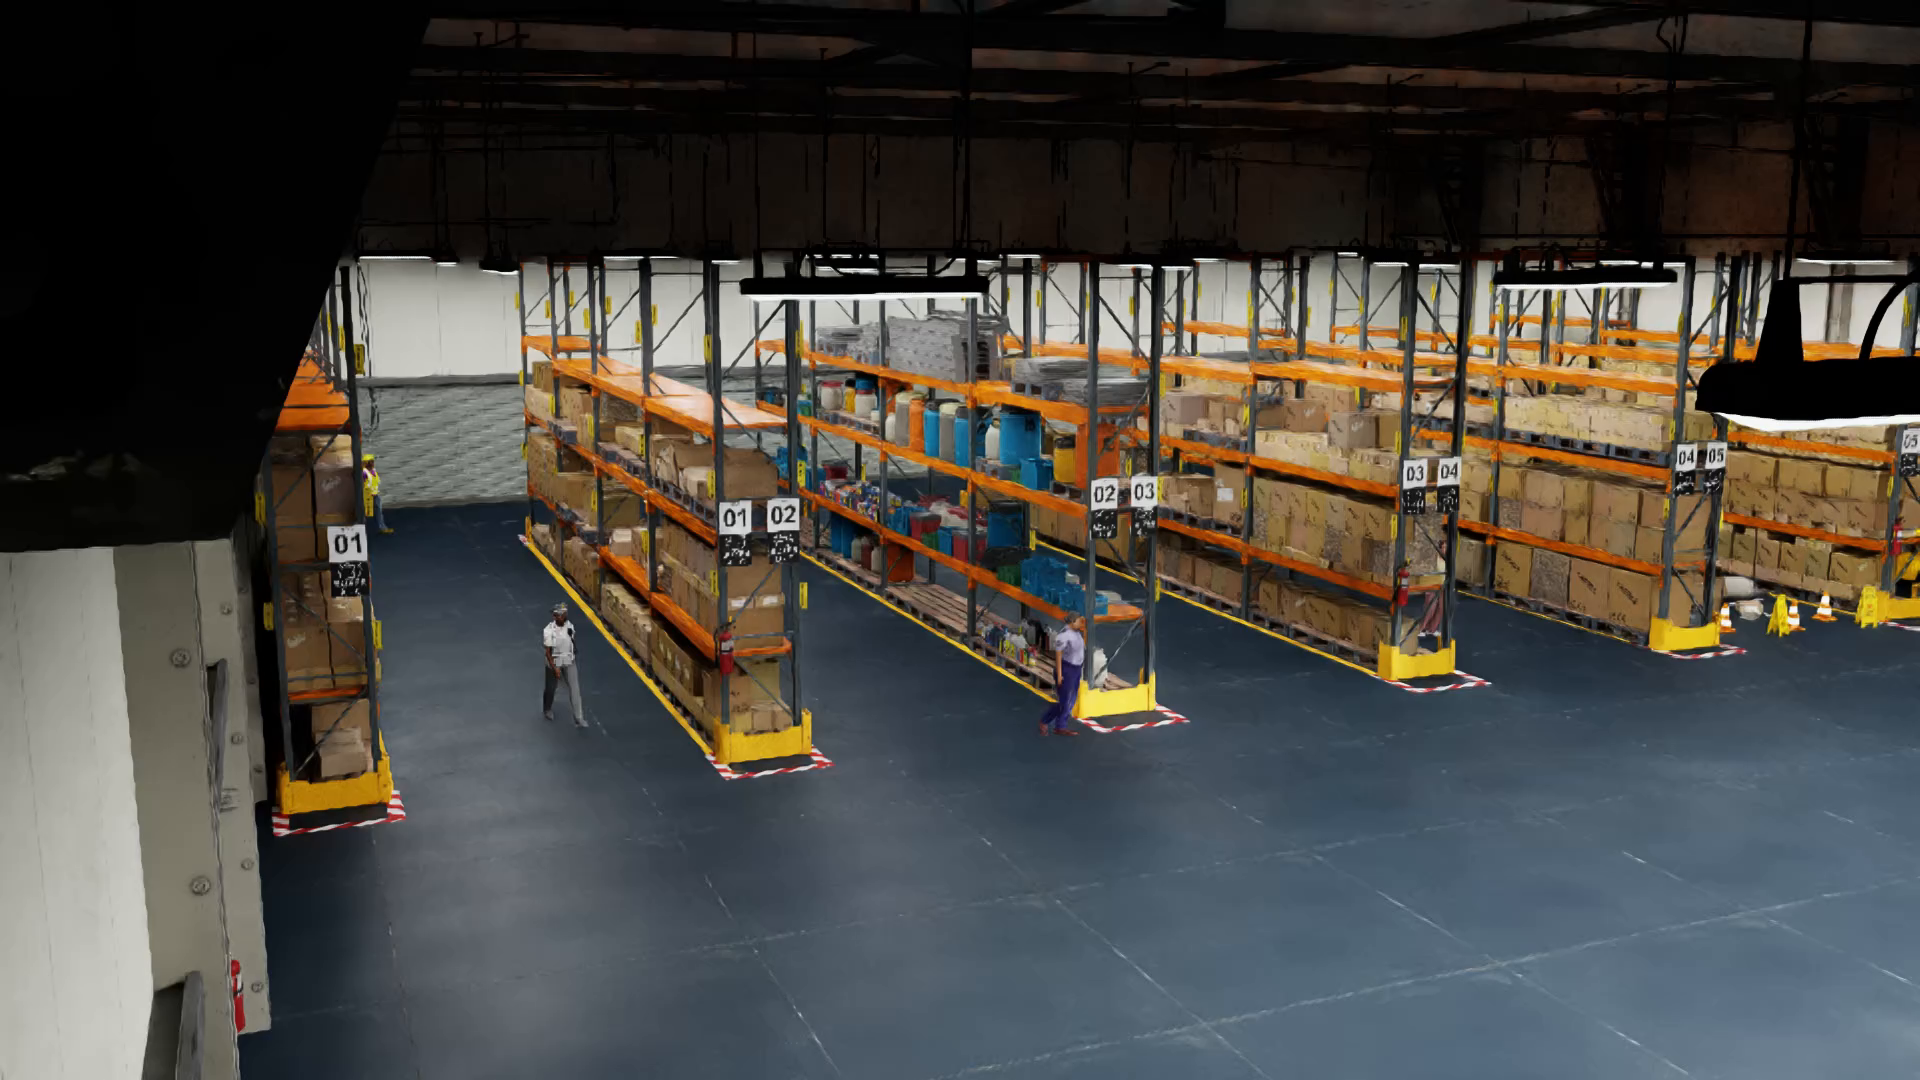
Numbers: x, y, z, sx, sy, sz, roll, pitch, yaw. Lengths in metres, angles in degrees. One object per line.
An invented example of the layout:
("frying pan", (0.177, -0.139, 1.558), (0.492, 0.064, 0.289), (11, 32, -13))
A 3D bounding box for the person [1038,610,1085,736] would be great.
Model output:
("person", (1.296, 1.707, 21.230), (0.503, 1.633, 0.675), (6, 12, 29))

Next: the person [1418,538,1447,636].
("person", (7.556, 0.755, 26.457), (0.598, 1.619, 0.507), (-5, 11, -24))

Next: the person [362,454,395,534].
("person", (-12.530, -0.975, 35.417), (0.568, 1.754, 0.740), (3, 11, 16))

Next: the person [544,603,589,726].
("person", (-5.212, 1.600, 21.697), (0.442, 1.623, 0.997), (-6, 12, -31))
